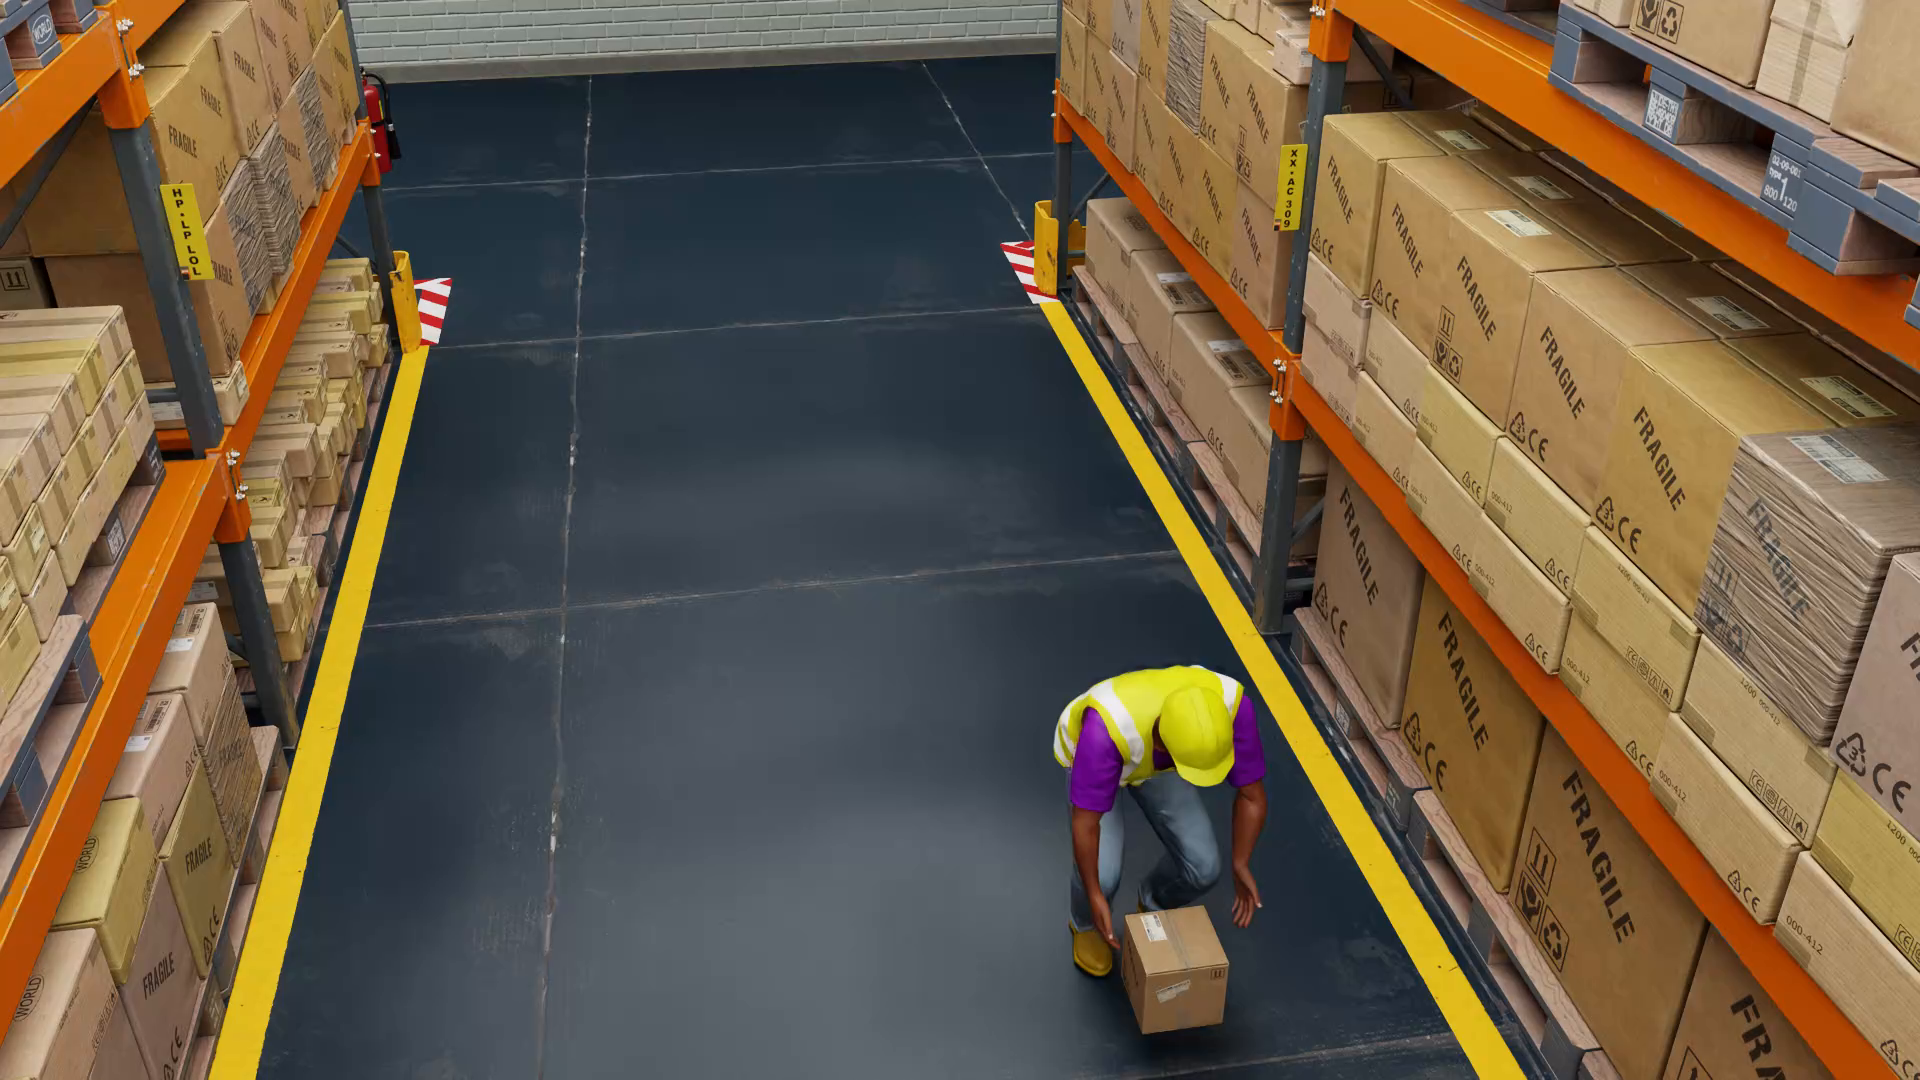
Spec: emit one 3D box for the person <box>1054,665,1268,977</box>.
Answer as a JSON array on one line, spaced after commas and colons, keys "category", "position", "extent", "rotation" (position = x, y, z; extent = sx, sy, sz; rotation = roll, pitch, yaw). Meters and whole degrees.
[{"category": "person", "position": [0.610, 0.820, 5.216], "extent": [0.626, 1.260, 0.822], "rotation": [-5, 31, -9]}]
